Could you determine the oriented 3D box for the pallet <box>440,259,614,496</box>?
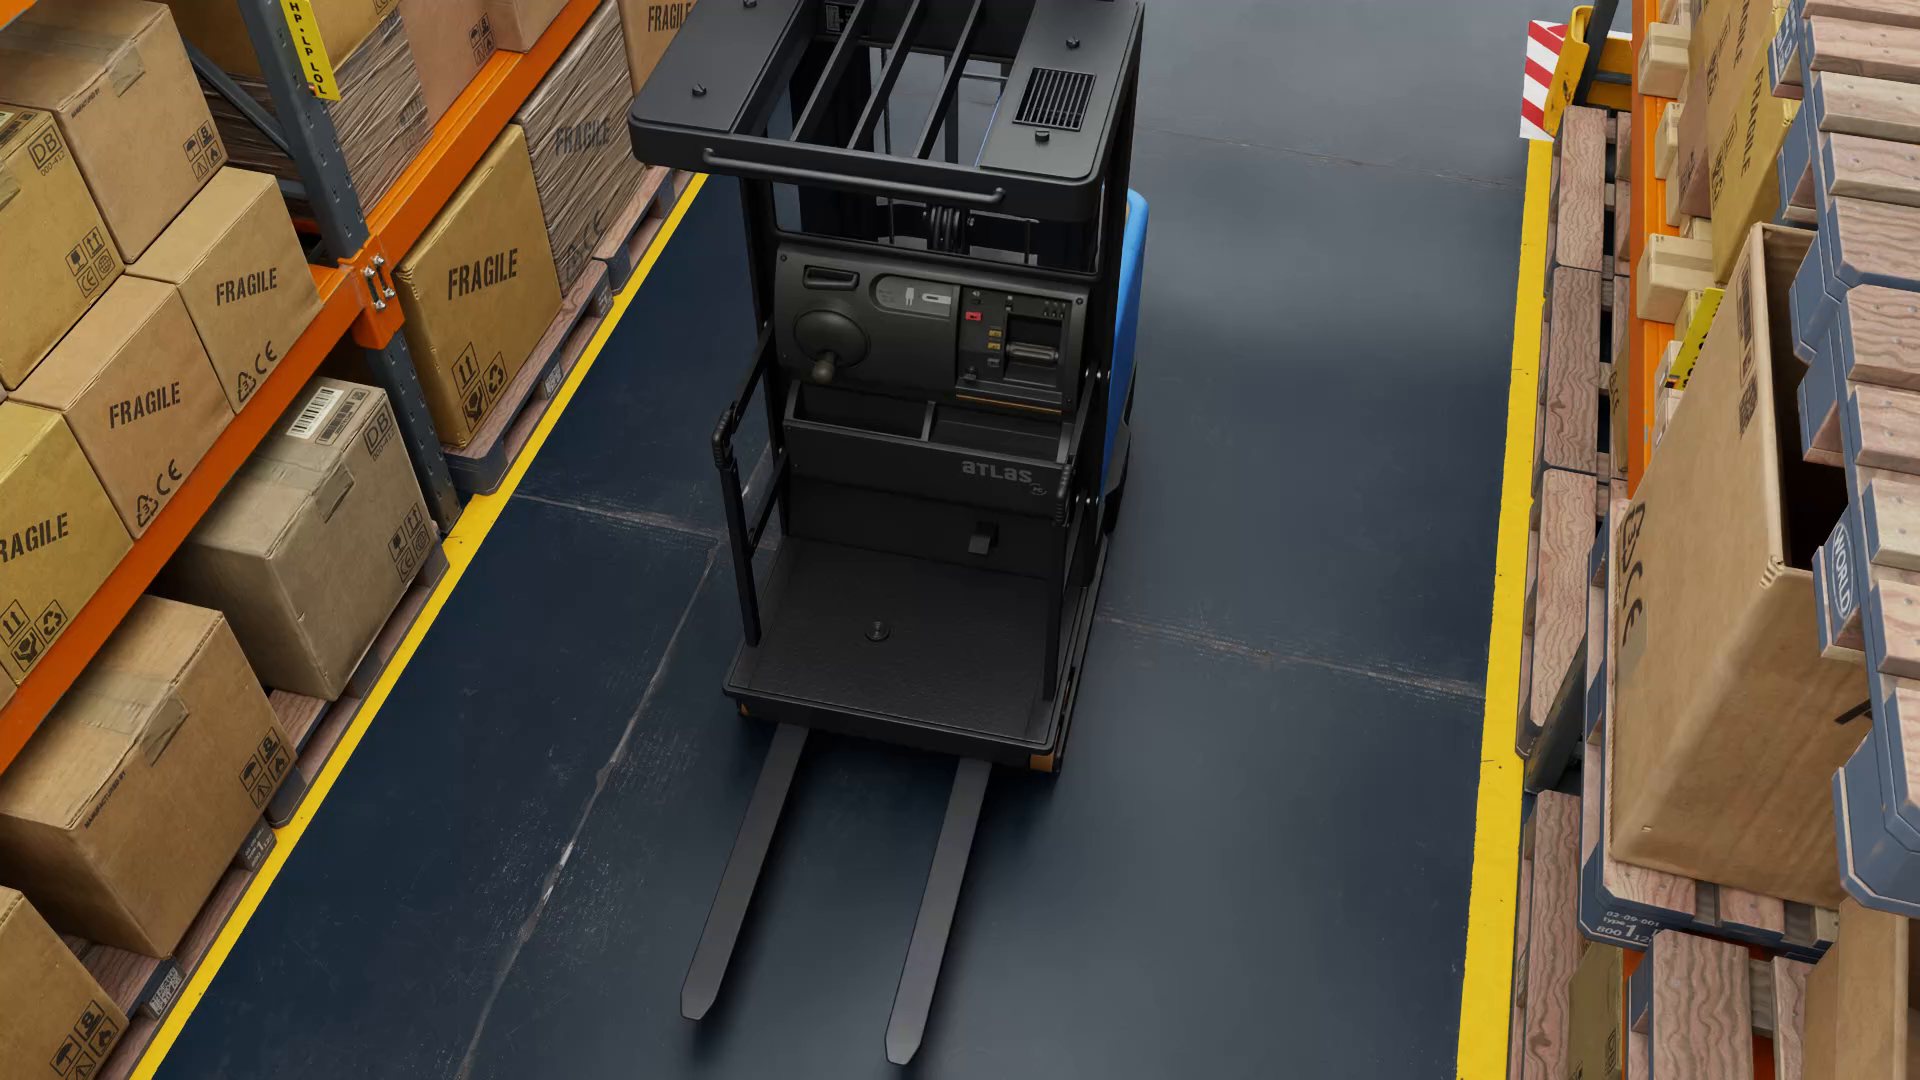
[{"bbox_3d":[-2.117,-0.764,6.783,1.003,0.211,1.213,12,50,10],"label":"pallet"}]

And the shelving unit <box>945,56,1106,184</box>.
[{"bbox_3d":[0.306,-1.549,6.616,0.538,1.500,1.048,10,49,8],"label":"shelving unit"}]

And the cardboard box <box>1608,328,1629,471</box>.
[{"bbox_3d":[2.740,-0.573,6.143,0.500,0.500,0.500,8,49,7],"label":"cardboard box"}]

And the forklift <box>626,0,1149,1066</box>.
[{"bbox_3d":[-0.138,-0.513,4.748,1.130,2.935,3.031,10,49,8],"label":"forklift"}]

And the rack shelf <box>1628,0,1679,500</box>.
[{"bbox_3d":[2.892,-1.308,5.884,1.077,0.370,4.000,12,50,10],"label":"rack shelf"}]

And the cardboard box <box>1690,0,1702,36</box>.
[{"bbox_3d":[3.058,-1.994,5.744,0.875,0.500,0.500,12,50,10],"label":"cardboard box"}]

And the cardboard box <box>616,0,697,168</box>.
[{"bbox_3d":[-1.685,-2.341,7.452,0.875,0.875,0.875,11,49,9],"label":"cardboard box"}]

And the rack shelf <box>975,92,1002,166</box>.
[{"bbox_3d":[0.306,-1.430,6.751,0.538,0.185,1.000,10,49,8],"label":"rack shelf"}]

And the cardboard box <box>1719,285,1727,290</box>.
[{"bbox_3d":[2.544,-0.545,4.465,0.875,0.500,0.500,12,50,10],"label":"cardboard box"}]

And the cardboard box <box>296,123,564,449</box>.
[{"bbox_3d":[-2.160,-1.029,6.294,0.875,0.875,0.875,12,50,11],"label":"cardboard box"}]

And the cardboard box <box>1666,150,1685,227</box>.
[{"bbox_3d":[2.515,-1.125,5.409,0.380,0.149,0.250,12,50,10],"label":"cardboard box"}]

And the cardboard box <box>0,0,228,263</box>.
[{"bbox_3d":[-2.518,-1.155,4.536,0.700,0.500,0.500,11,49,9],"label":"cardboard box"}]

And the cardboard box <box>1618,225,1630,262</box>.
[{"bbox_3d":[3.113,-1.417,6.887,0.500,0.500,0.500,24,53,20],"label":"cardboard box"}]

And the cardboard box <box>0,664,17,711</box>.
[{"bbox_3d":[-2.670,0.344,3.879,0.500,0.500,0.500,11,50,10],"label":"cardboard box"}]

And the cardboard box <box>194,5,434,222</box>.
[{"bbox_3d":[-2.307,-1.471,5.447,0.875,0.550,0.550,12,50,10],"label":"cardboard box"}]

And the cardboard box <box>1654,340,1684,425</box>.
[{"bbox_3d":[2.213,-0.409,4.778,0.380,0.149,0.250,12,50,10],"label":"cardboard box"}]

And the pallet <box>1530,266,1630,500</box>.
[{"bbox_3d":[2.827,-0.555,6.599,1.003,0.211,1.213,12,50,10],"label":"pallet"}]

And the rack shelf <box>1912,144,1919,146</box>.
[{"bbox_3d":[1.839,0.592,2.206,1.077,0.370,4.000,12,50,10],"label":"rack shelf"}]

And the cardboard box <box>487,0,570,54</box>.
[{"bbox_3d":[-1.929,-2.240,6.127,0.875,0.550,0.550,12,50,10],"label":"cardboard box"}]

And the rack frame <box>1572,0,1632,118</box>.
[{"bbox_3d":[3.418,-2.993,6.891,1.000,3.000,0.127,12,50,10],"label":"rack frame"}]

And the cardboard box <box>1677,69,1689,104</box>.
[{"bbox_3d":[2.687,-1.478,5.721,0.380,0.149,0.250,12,50,10],"label":"cardboard box"}]

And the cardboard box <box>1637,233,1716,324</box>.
[{"bbox_3d":[2.295,-0.781,5.106,0.380,0.149,0.250,12,50,10],"label":"cardboard box"}]

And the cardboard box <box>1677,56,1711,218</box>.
[{"bbox_3d":[2.744,-1.281,5.115,0.875,0.500,0.500,12,50,10],"label":"cardboard box"}]

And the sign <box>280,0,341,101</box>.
[{"bbox_3d":[-1.867,-1.409,4.773,0.100,0.325,0.005,12,50,10],"label":"sign"}]

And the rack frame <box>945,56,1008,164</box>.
[{"bbox_3d":[0.194,-1.177,6.288,0.500,1.500,0.032,10,49,8],"label":"rack frame"}]

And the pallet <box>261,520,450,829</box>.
[{"bbox_3d":[-2.523,0.344,5.806,1.003,0.211,1.213,12,50,10],"label":"pallet"}]

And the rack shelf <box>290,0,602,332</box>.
[{"bbox_3d":[-1.867,-2.360,6.812,1.077,0.370,4.000,12,50,10],"label":"rack shelf"}]

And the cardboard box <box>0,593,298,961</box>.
[{"bbox_3d":[-2.727,0.617,4.925,1.050,0.750,0.750,12,50,10],"label":"cardboard box"}]

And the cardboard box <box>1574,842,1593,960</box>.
[{"bbox_3d":[2.183,1.022,4.722,0.700,0.500,0.500,8,49,7],"label":"cardboard box"}]

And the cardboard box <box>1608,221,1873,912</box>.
[{"bbox_3d":[2.021,0.110,3.472,1.000,1.000,1.000,12,50,10],"label":"cardboard box"}]

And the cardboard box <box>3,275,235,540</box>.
[{"bbox_3d":[-2.405,-0.389,4.526,0.500,0.500,0.500,11,50,10],"label":"cardboard box"}]

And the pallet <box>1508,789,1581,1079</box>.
[{"bbox_3d":[2.162,1.386,4.886,1.003,0.211,1.213,12,50,10],"label":"pallet"}]

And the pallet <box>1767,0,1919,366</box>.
[{"bbox_3d":[2.100,-0.605,2.908,1.213,0.211,1.003,12,50,10],"label":"pallet"}]

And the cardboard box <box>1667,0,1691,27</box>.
[{"bbox_3d":[2.791,-1.845,6.046,0.380,0.149,0.250,12,50,10],"label":"cardboard box"}]

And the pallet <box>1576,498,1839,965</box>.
[{"bbox_3d":[2.024,0.488,3.947,1.003,0.211,1.213,12,50,10],"label":"pallet"}]

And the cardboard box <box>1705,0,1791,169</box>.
[{"bbox_3d":[2.349,-1.304,4.468,0.500,0.500,0.500,12,50,10],"label":"cardboard box"}]

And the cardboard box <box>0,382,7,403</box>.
[{"bbox_3d":[-2.785,-0.418,3.884,0.700,0.500,0.500,12,50,10],"label":"cardboard box"}]
